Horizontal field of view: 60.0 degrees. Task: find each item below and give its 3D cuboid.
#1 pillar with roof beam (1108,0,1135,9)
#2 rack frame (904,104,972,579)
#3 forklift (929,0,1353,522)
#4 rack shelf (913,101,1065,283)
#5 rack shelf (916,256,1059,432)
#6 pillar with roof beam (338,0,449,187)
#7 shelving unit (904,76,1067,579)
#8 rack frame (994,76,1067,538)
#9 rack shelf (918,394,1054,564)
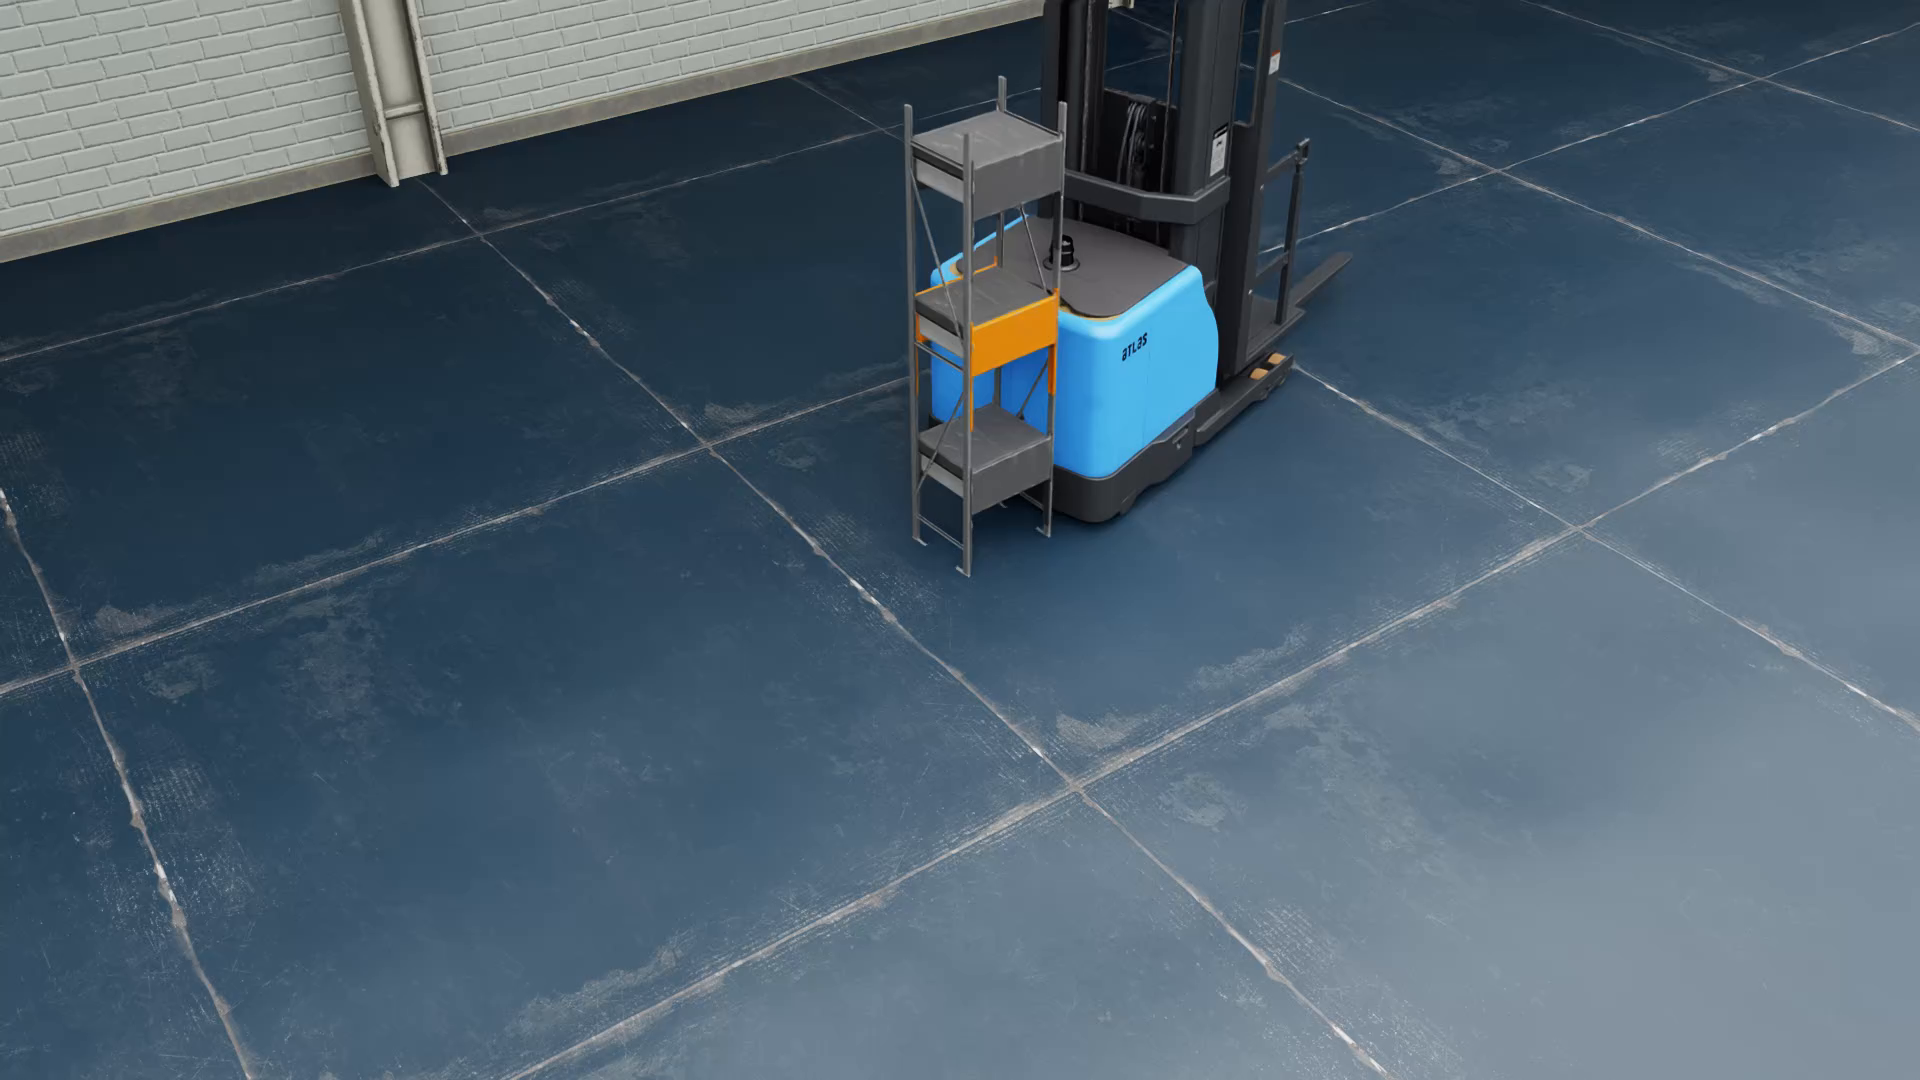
[{"bbox_3d":[3.698,-6.088,8.508,0.400,9.000,9.100,-22,41,-28],"label":"pillar with roof beam"},{"bbox_3d":[-0.087,-0.770,7.023,0.015,2.100,0.400,-26,43,-31],"label":"rack frame"},{"bbox_3d":[1.125,-2.082,8.134,1.130,2.935,3.031,23,42,29],"label":"forklift"},{"bbox_3d":[0.101,-1.418,6.748,0.480,0.518,0.431,-26,43,-31],"label":"rack shelf"},{"bbox_3d":[0.101,-0.850,7.157,0.480,0.518,0.431,-26,43,-31],"label":"rack shelf"},{"bbox_3d":[-1.206,-4.070,5.702,0.400,9.000,9.100,-22,41,-28],"label":"pillar with roof beam"},{"bbox_3d":[0.101,-0.861,7.149,0.503,2.100,0.431,-26,43,-31],"label":"shelving unit"},{"bbox_3d":[0.289,-0.952,7.275,0.015,2.100,0.400,-26,43,-31],"label":"rack frame"},{"bbox_3d":[0.101,-0.282,7.566,0.480,0.518,0.431,-26,43,-31],"label":"rack shelf"}]
